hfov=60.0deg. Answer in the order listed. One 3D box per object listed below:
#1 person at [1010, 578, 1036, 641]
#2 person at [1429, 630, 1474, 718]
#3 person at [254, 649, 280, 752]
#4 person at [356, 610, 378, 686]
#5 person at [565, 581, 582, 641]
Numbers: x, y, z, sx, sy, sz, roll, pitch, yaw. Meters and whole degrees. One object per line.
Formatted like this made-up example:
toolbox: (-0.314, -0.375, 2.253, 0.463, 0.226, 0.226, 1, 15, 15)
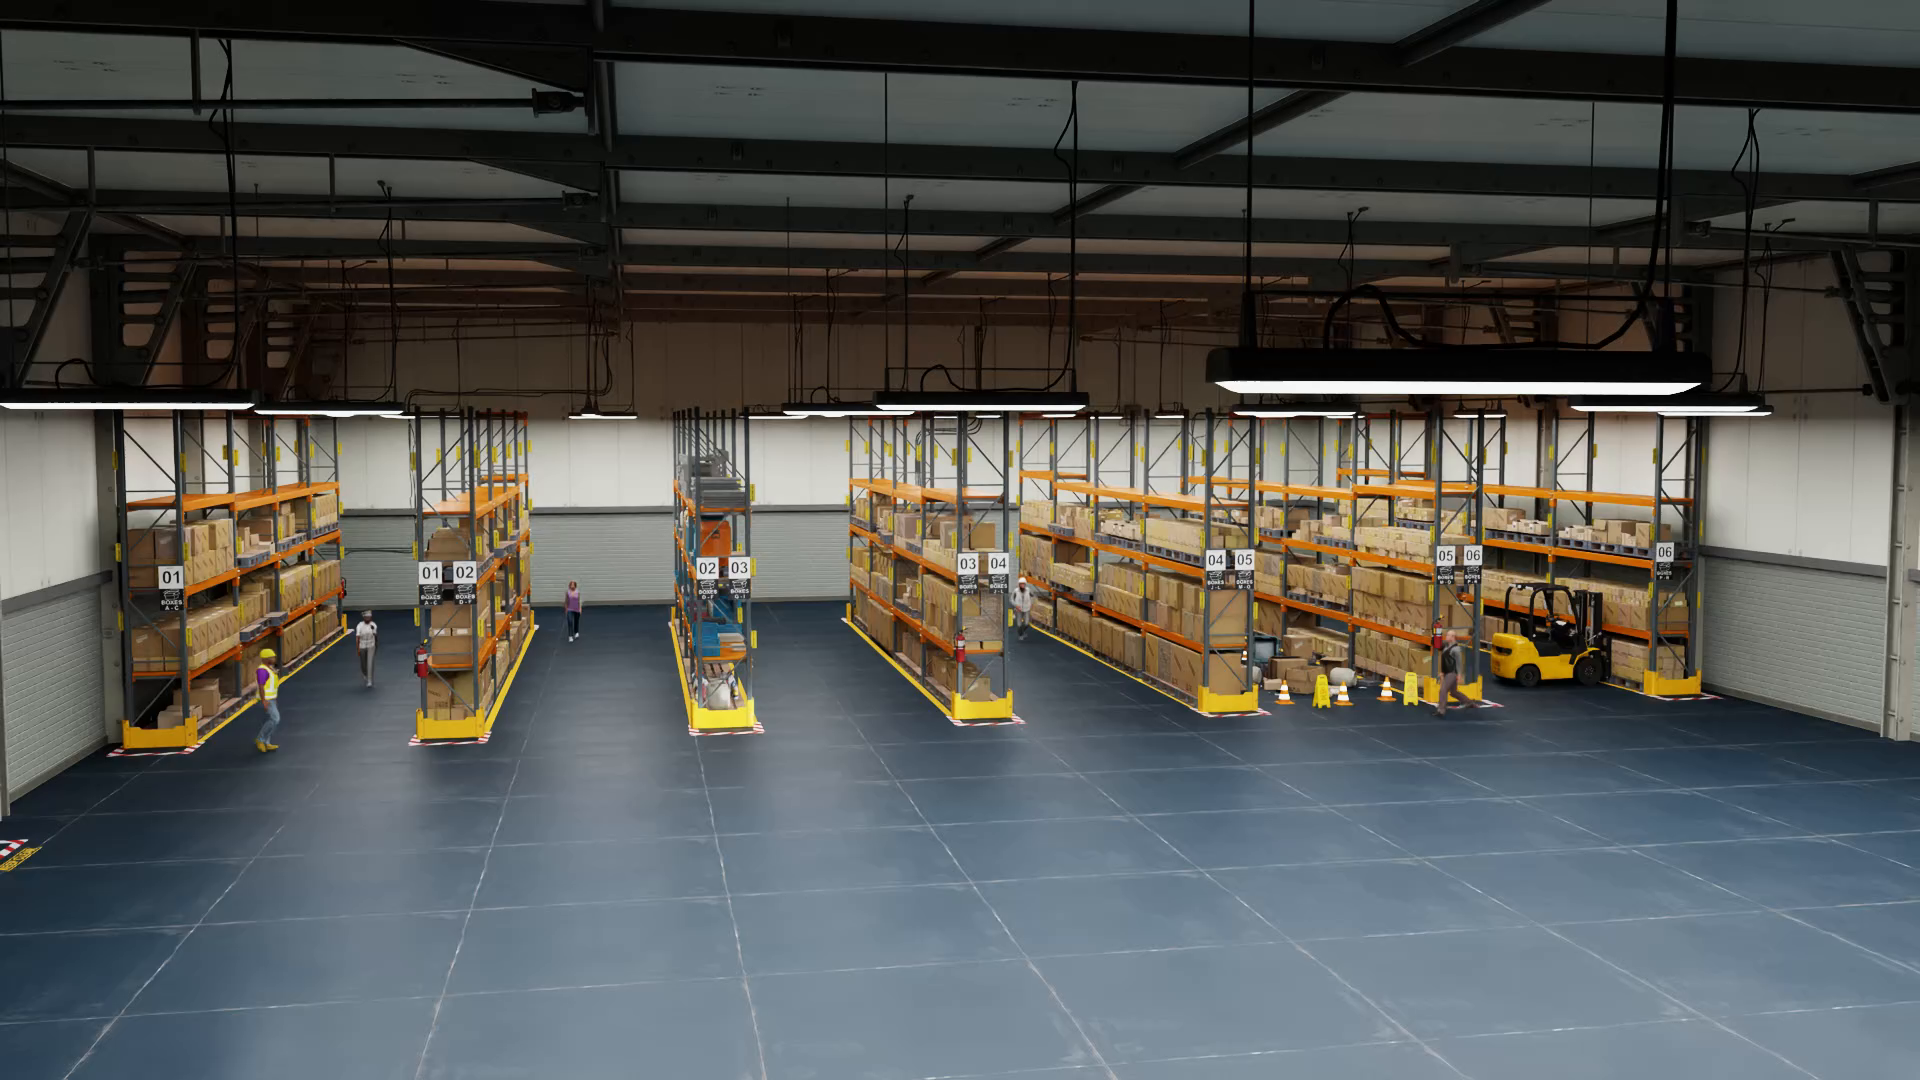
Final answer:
person: (1.643, 1.804, 43.297, 0.693, 1.685, 0.695, 0, 4, -1)
person: (9.554, 2.588, 32.217, 0.999, 1.683, 0.542, -1, 4, -8)
person: (-12.016, 2.772, 28.870, 0.447, 1.767, 0.607, -1, 4, -8)
person: (-12.871, 2.322, 36.109, 0.427, 1.622, 1.045, -1, 4, -12)
person: (-10.110, 1.840, 43.449, 0.431, 1.539, 0.969, -1, 4, -12)
